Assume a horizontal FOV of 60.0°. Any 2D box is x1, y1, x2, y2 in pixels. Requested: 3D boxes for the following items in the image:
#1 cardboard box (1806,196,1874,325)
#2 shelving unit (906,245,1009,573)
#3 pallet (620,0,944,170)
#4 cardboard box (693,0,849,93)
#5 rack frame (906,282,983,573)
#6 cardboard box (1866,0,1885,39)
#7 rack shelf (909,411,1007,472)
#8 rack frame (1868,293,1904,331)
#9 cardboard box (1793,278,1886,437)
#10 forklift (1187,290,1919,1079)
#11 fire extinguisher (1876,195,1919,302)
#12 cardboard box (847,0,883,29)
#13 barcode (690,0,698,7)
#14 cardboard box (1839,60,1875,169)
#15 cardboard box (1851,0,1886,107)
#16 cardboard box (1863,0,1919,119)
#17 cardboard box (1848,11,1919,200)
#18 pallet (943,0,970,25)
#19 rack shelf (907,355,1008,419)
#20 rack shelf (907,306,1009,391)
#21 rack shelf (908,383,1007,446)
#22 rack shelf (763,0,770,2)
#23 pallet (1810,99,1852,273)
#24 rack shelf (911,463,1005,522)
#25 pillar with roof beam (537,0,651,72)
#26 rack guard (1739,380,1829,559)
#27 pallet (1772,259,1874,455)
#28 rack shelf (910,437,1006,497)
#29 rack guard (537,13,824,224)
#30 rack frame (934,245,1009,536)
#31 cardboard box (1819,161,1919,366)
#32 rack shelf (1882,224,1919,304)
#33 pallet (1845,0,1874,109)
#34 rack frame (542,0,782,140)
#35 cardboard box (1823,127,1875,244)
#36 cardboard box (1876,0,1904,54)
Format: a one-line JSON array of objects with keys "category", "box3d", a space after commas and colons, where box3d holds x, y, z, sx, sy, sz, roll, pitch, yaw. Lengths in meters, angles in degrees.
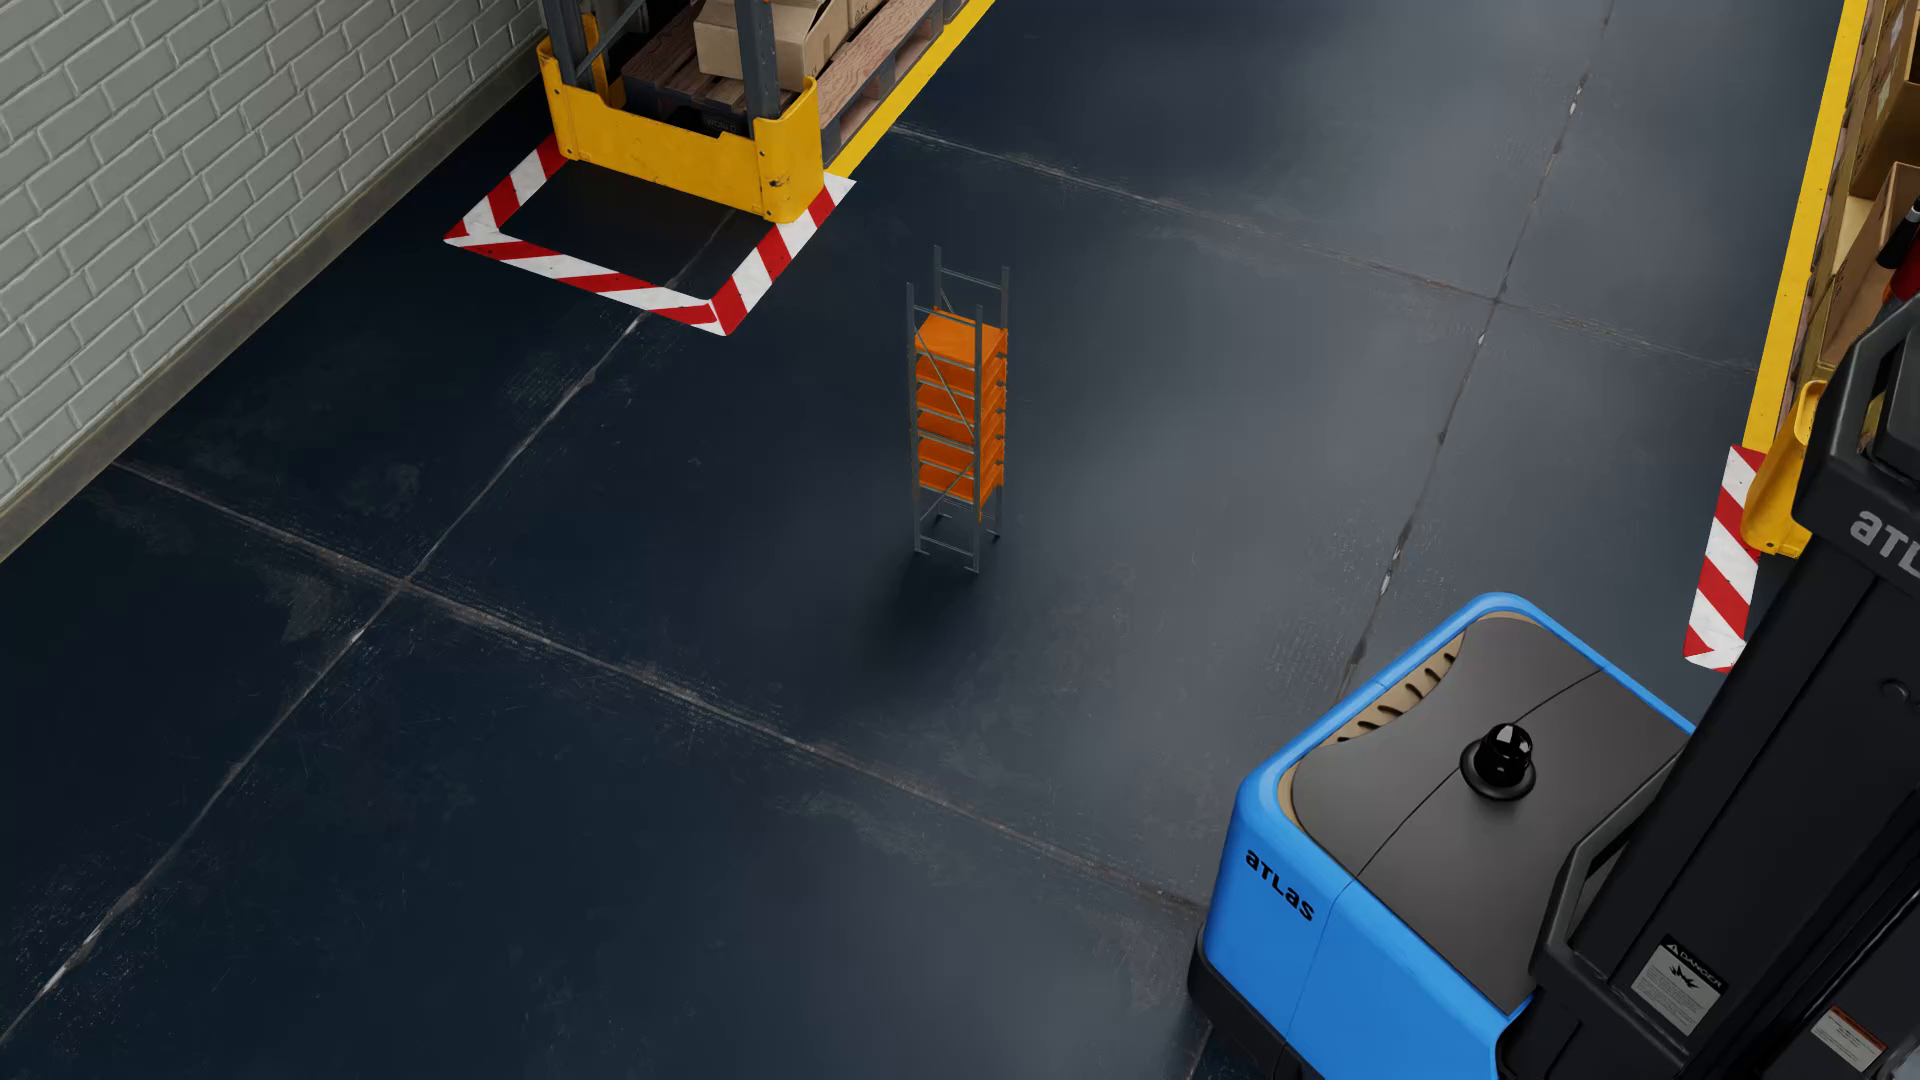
[{"category": "cardboard box", "box3d": [3.459, -0.965, 6.131, 0.500, 0.250, 0.500, 20, 52, 16]}, {"category": "shelving unit", "box3d": [-0.006, -0.379, 5.285, 0.258, 1.200, 0.189, 20, 52, 16]}, {"category": "pallet", "box3d": [-0.774, -2.212, 7.494, 1.003, 0.211, 1.213, 20, 52, 16]}, {"category": "cardboard box", "box3d": [-0.809, -2.234, 7.158, 0.500, 0.311, 0.500, 14, 51, 12]}, {"category": "rack frame", "box3d": [-0.045, -0.316, 5.231, 0.240, 1.200, 0.006, 20, 52, 16]}, {"category": "cardboard box", "box3d": [4.313, -2.343, 7.303, 0.500, 0.250, 0.500, 20, 52, 16]}, {"category": "rack shelf", "box3d": [-0.006, -0.350, 5.318, 0.258, 0.103, 0.180, 20, 52, 16]}, {"category": "rack frame", "box3d": [3.295, -0.906, 4.552, 1.000, 3.000, 0.127, 20, 52, 16]}, {"category": "cardboard box", "box3d": [3.257, -0.617, 5.835, 0.500, 0.250, 0.500, 20, 52, 16]}, {"category": "forklift", "box3d": [1.955, 0.953, 3.015, 1.130, 2.935, 3.031, -32, 57, -24]}, {"category": "fire extinguisher", "box3d": [2.824, -0.951, 4.641, 0.296, 0.674, 0.183, 20, 52, 16]}, {"category": "cardboard box", "box3d": [-0.565, -2.627, 7.492, 0.500, 0.311, 0.500, 24, 54, 19]}, {"category": "barcode", "box3d": [-1.163, -2.380, 7.276, 0.001, 0.075, 0.075, 20, 52, 16]}, {"category": "cardboard box", "box3d": [3.887, -1.654, 6.717, 0.500, 0.250, 0.500, 20, 52, 16]}, {"category": "cardboard box", "box3d": [4.095, -2.000, 7.012, 0.500, 0.250, 0.500, 20, 52, 16]}, {"category": "cardboard box", "box3d": [3.883, -1.898, 6.433, 0.500, 0.500, 0.500, 20, 52, 16]}, {"category": "cardboard box", "box3d": [3.669, -1.554, 6.140, 0.500, 0.500, 0.500, 20, 52, 16]}, {"category": "pallet", "box3d": [-0.252, -3.049, 8.206, 1.003, 0.211, 1.213, 20, 52, 16]}, {"category": "rack shelf", "box3d": [-0.006, -0.506, 5.136, 0.258, 0.103, 0.180, 20, 52, 16]}, {"category": "rack shelf", "box3d": [-0.006, -0.583, 5.044, 0.258, 0.103, 0.180, 20, 52, 16]}, {"category": "rack shelf", "box3d": [-0.006, -0.428, 5.227, 0.258, 0.103, 0.180, 20, 52, 16]}, {"category": "rack shelf", "box3d": [-0.331, -3.660, 7.367, 1.077, 0.370, 4.000, 20, 52, 16]}, {"category": "pallet", "box3d": [4.106, -1.380, 6.786, 1.003, 0.211, 1.213, 20, 52, 16]}, {"category": "rack shelf", "box3d": [-0.006, -0.195, 5.501, 0.258, 0.103, 0.180, 20, 52, 16]}, {"category": "pillar with roof beam", "box3d": [2.223, -3.823, 3.094, 9.100, 9.000, 0.400, 20, 52, 16]}, {"category": "rack guard", "box3d": [3.284, -0.080, 5.490, 1.175, 0.500, 0.348, 20, 52, 16]}, {"category": "pallet", "box3d": [3.583, -0.543, 6.073, 1.003, 0.211, 1.213, 20, 52, 16]}, {"category": "rack shelf", "box3d": [-0.006, -0.272, 5.410, 0.258, 0.103, 0.180, 20, 52, 16]}, {"category": "rack guard", "box3d": [-1.153, -1.758, 6.918, 1.175, 0.500, 0.348, 20, 52, 16]}, {"category": "rack frame", "box3d": [0.033, -0.442, 5.338, 0.240, 1.200, 0.006, 20, 52, 16]}, {"category": "cardboard box", "box3d": [3.255, -0.861, 5.550, 0.500, 0.500, 0.500, 20, 52, 16]}, {"category": "rack shelf", "box3d": [4.149, -2.051, 5.998, 1.077, 0.370, 4.000, 20, 52, 16]}, {"category": "pallet", "box3d": [4.626, -2.223, 7.503, 1.003, 0.211, 1.213, 20, 52, 16]}, {"category": "rack frame", "box3d": [-1.186, -2.516, 5.921, 1.000, 3.000, 0.127, 20, 52, 16]}, {"category": "cardboard box", "box3d": [3.671, -1.310, 6.425, 0.500, 0.250, 0.500, 20, 52, 16]}, {"category": "cardboard box", "box3d": [4.095, -2.243, 6.726, 0.500, 0.500, 0.500, 20, 52, 16]}]
